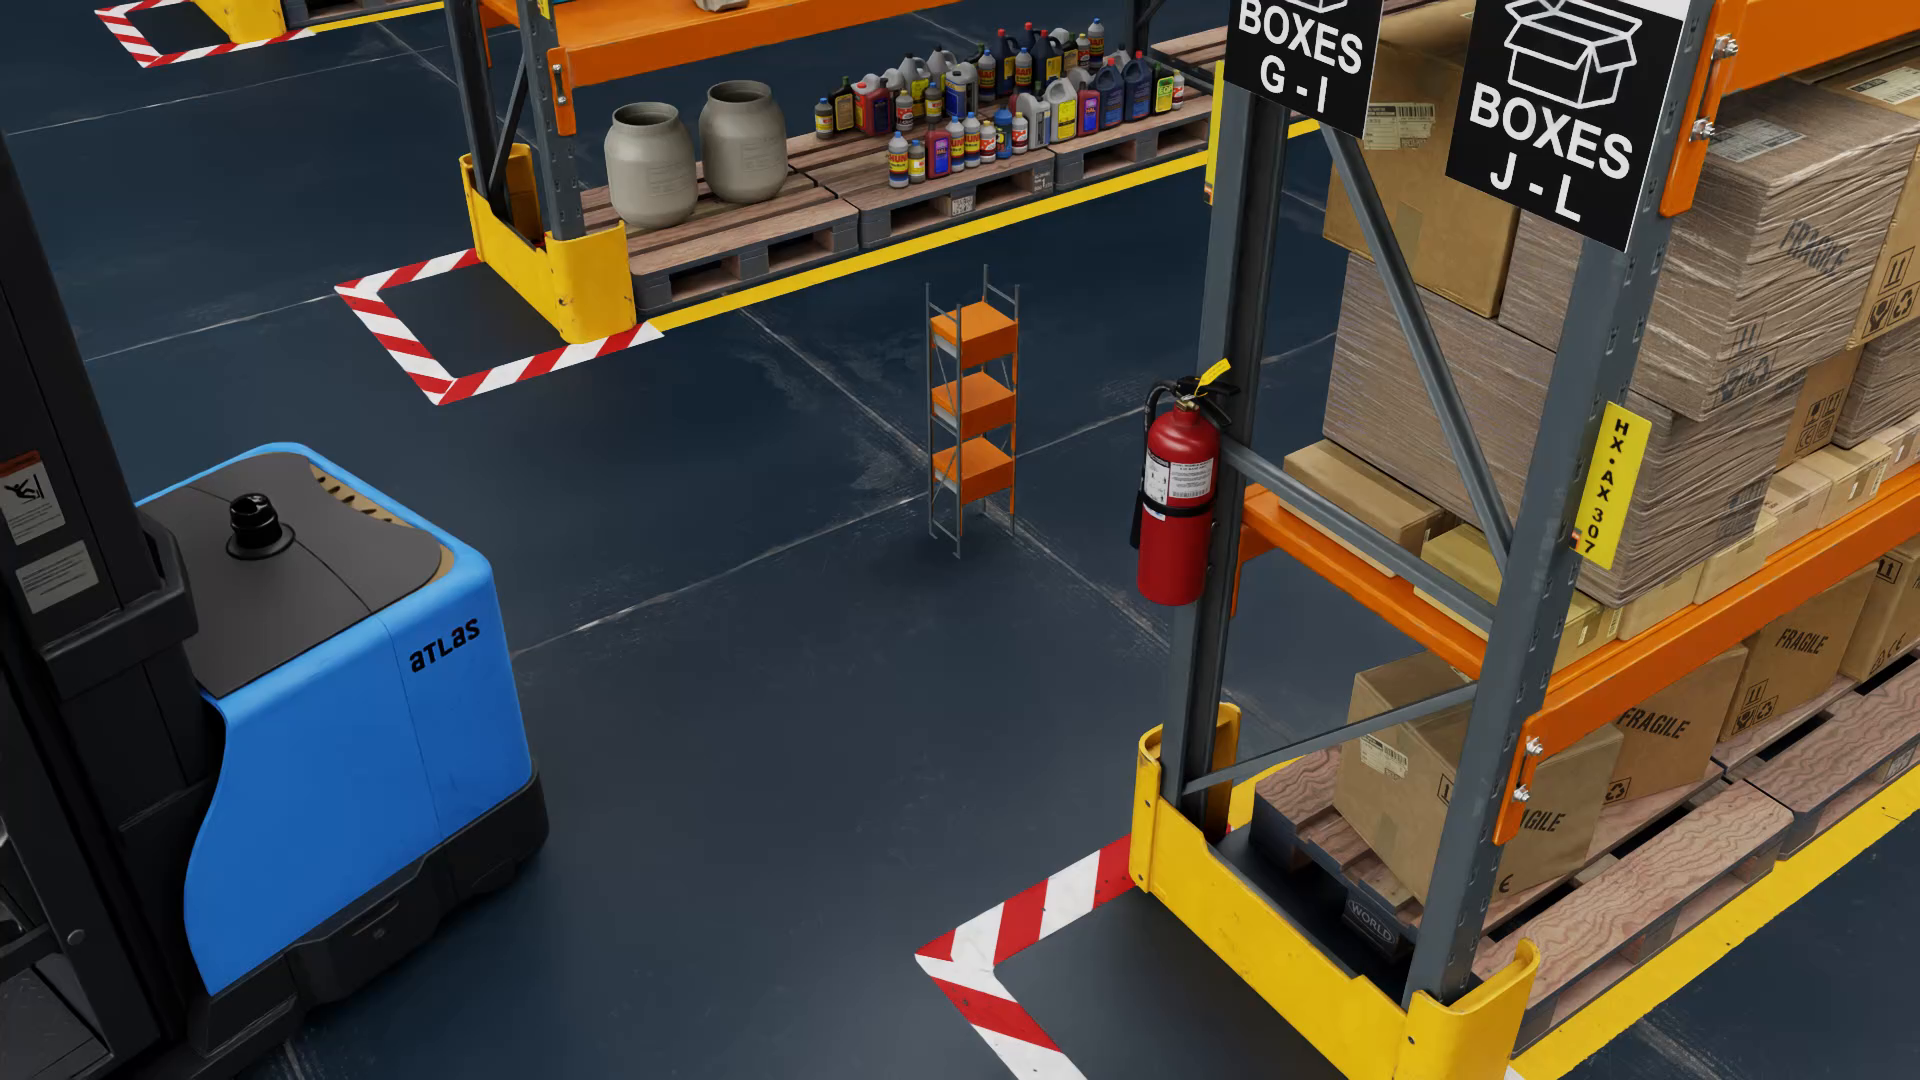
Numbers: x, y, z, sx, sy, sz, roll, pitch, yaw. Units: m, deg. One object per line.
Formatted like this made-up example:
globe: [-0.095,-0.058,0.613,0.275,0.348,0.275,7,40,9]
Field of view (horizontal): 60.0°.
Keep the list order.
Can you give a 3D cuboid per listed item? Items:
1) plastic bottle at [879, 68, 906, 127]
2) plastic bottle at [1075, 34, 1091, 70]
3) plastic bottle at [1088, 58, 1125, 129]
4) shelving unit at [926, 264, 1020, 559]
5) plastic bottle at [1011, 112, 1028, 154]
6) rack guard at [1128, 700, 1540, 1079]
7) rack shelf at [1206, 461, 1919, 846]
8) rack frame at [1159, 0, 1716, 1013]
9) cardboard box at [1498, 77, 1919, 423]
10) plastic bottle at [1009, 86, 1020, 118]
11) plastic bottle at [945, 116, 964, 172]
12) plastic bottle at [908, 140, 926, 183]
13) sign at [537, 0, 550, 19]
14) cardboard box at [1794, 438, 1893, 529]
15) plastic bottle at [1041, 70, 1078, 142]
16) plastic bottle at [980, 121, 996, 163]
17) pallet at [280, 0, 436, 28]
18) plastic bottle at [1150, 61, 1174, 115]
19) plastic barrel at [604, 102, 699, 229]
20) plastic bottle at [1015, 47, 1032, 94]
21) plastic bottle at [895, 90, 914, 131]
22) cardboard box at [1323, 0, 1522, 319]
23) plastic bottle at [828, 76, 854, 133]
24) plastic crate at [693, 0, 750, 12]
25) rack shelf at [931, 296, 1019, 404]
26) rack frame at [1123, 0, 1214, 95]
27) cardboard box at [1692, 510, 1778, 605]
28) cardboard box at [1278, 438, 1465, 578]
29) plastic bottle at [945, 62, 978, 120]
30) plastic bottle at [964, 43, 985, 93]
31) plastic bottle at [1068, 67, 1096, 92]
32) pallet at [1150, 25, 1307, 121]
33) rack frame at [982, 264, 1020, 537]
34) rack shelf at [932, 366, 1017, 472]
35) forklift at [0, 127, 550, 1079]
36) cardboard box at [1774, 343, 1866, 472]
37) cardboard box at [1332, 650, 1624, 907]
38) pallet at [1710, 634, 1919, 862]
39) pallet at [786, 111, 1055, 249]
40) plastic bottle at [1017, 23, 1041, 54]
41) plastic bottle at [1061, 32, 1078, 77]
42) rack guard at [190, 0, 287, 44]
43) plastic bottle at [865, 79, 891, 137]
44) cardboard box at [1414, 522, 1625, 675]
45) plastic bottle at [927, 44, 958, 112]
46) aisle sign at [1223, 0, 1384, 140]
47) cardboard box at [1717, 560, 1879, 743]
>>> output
plastic bottle: [-0.384,-2.388,8.958,0.135,0.276,0.152,-24,42,-29]
plastic bottle: [0.705,-2.826,9.630,0.097,0.201,0.097,0,36,0]
plastic bottle: [0.784,-2.400,8.910,0.185,0.351,0.144,-25,42,-30]
shelving unit: [0.044,-0.444,5.968,0.252,1.050,0.215,-22,41,-28]
plastic bottle: [0.304,-2.125,8.656,0.097,0.201,0.097,0,36,0]
rack guard: [0.947,0.983,4.455,0.348,0.500,1.175,-22,41,-28]
rack shelf: [2.520,-0.387,4.835,4.000,0.370,1.077,-22,41,-28]
rack frame: [0.885,-0.006,3.690,0.127,3.000,1.000,-22,41,-28]
cardboard box: [1.492,-0.628,3.358,0.500,0.500,0.500,-22,41,-28]
plastic bottle: [0.323,-2.262,8.775,0.133,0.283,0.061,-22,41,-28]
plastic bottle: [-0.026,-2.017,8.446,0.097,0.271,0.097,0,36,0]
plastic bottle: [-0.222,-1.909,8.354,0.097,0.201,0.097,0,36,0]
sign: [-1.655,-2.218,6.528,0.005,0.325,0.100,-22,41,-28]
cardboard box: [2.085,-0.213,4.192,0.250,0.149,0.380,-22,41,-28]
plastic bottle: [0.520,-2.291,8.759,0.185,0.351,0.144,-23,41,-28]
plastic bottle: [0.136,-2.056,8.559,0.097,0.201,0.097,0,36,0]
pallet: [-4.218,-3.881,11.465,1.213,0.211,1.003,-22,41,-28]
plastic bottle: [1.098,-2.472,9.068,0.133,0.283,0.061,-20,40,-26]
plastic barrel: [-1.474,-1.788,7.939,0.421,0.512,0.421,0,36,0]
plastic bottle: [0.354,-2.607,9.265,0.097,0.271,0.097,0,36,0]
plastic bottle: [-0.297,-2.305,8.905,0.097,0.201,0.097,0,36,0]
cardboard box: [1.192,-0.876,3.703,0.500,0.500,0.500,-22,41,-28]
plastic bottle: [-0.634,-2.321,8.858,0.133,0.283,0.061,-21,41,-27]
plastic crate: [-1.051,-2.410,7.258,0.250,0.136,0.298,-22,41,-28]
rack shelf: [0.044,-0.666,5.809,0.240,0.259,0.215,-22,41,-28]
rack frame: [1.301,-3.715,8.847,0.127,3.000,1.000,-22,41,-28]
cardboard box: [1.684,-0.038,3.949,0.250,0.149,0.380,-22,41,-28]
cardboard box: [0.999,-0.099,4.033,0.250,0.149,0.380,-22,41,-28]
plastic bottle: [0.007,-2.446,9.038,0.135,0.276,0.152,-22,41,-28]
plastic bottle: [0.089,-2.619,9.272,0.133,0.283,0.061,-20,40,-26]
plastic bottle: [0.678,-2.432,9.018,0.135,0.276,0.152,-22,41,-28]
pallet: [1.921,-2.866,10.054,1.213,0.211,1.003,-22,41,-28]
rack frame: [0.143,-0.485,6.026,0.008,1.050,0.200,-22,41,-28]
rack shelf: [0.044,-0.436,5.975,0.240,0.259,0.215,-22,41,-28]
forklift: [-2.545,0.212,3.445,1.130,2.935,3.031,26,43,31]
cardboard box: [1.690,-0.565,4.126,0.500,0.500,0.875,-22,41,-28]
cardboard box: [1.405,0.636,4.578,0.500,0.500,0.500,-15,38,-20]
pallet: [2.628,0.436,5.463,1.213,0.211,1.003,-22,41,-28]
pallet: [-0.270,-1.965,8.801,1.213,0.211,1.003,-22,41,-28]
plastic bottle: [0.403,-2.745,9.390,0.185,0.351,0.144,-21,41,-27]
plastic bottle: [0.602,-2.721,9.414,0.133,0.283,0.061,-22,41,-28]
rack guard: [-4.838,-3.712,10.984,0.348,0.500,1.175,-22,41,-28]
plastic bottle: [-0.436,-2.294,8.820,0.133,0.283,0.061,-22,41,-28]
cardboard box: [1.255,0.114,3.738,0.250,0.149,0.380,-22,41,-28]
plastic bottle: [-0.099,-2.539,9.103,0.185,0.351,0.144,-23,42,-28]
aisle sign: [0.662,-1.184,3.101,0.004,0.787,0.394,-22,41,-28]
cardboard box: [2.397,0.217,5.160,0.500,0.500,0.500,-18,40,-24]
